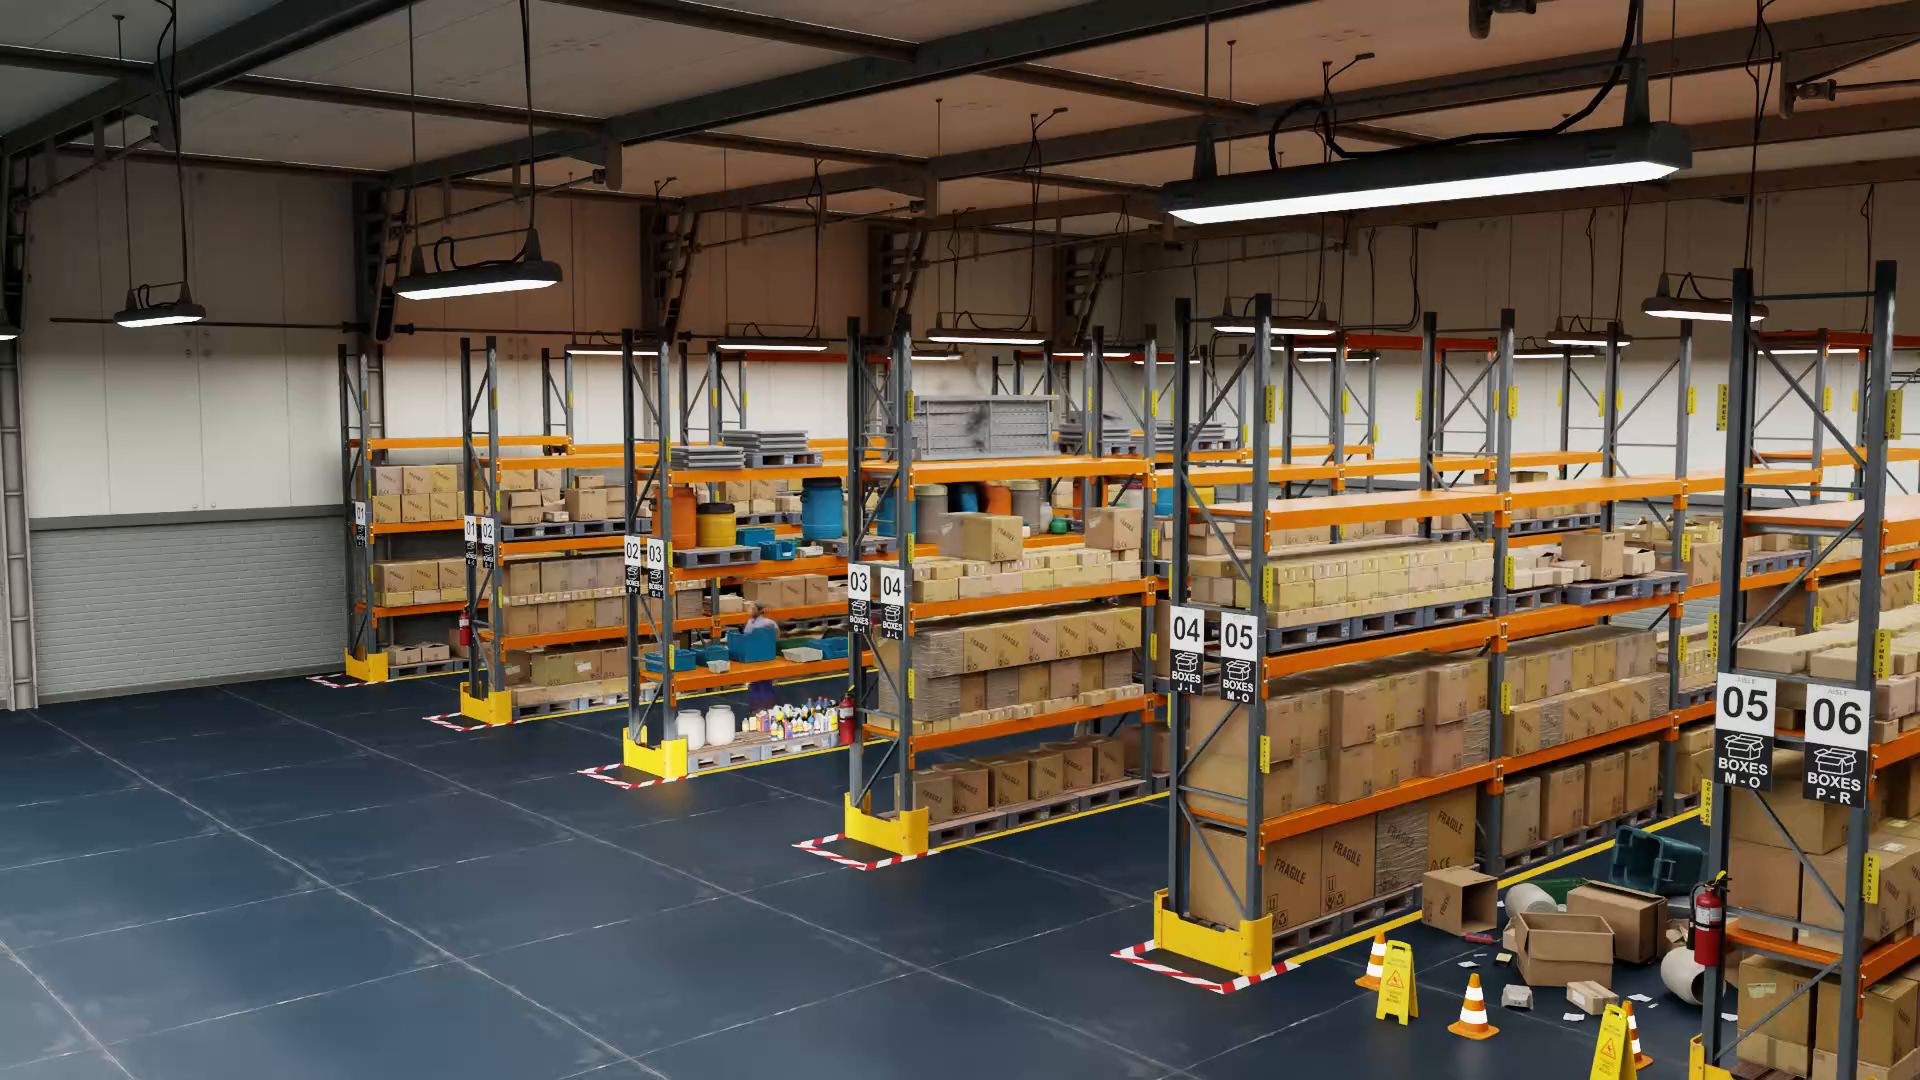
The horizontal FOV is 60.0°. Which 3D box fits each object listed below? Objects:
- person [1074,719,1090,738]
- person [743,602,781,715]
[{"bbox_3d":[1.693,2.003,22.958,0.549,1.636,0.506,4,7,40],"label":"person"},{"bbox_3d":[-3.088,1.810,25.452,0.725,1.687,0.583,-4,7,-41],"label":"person"}]
